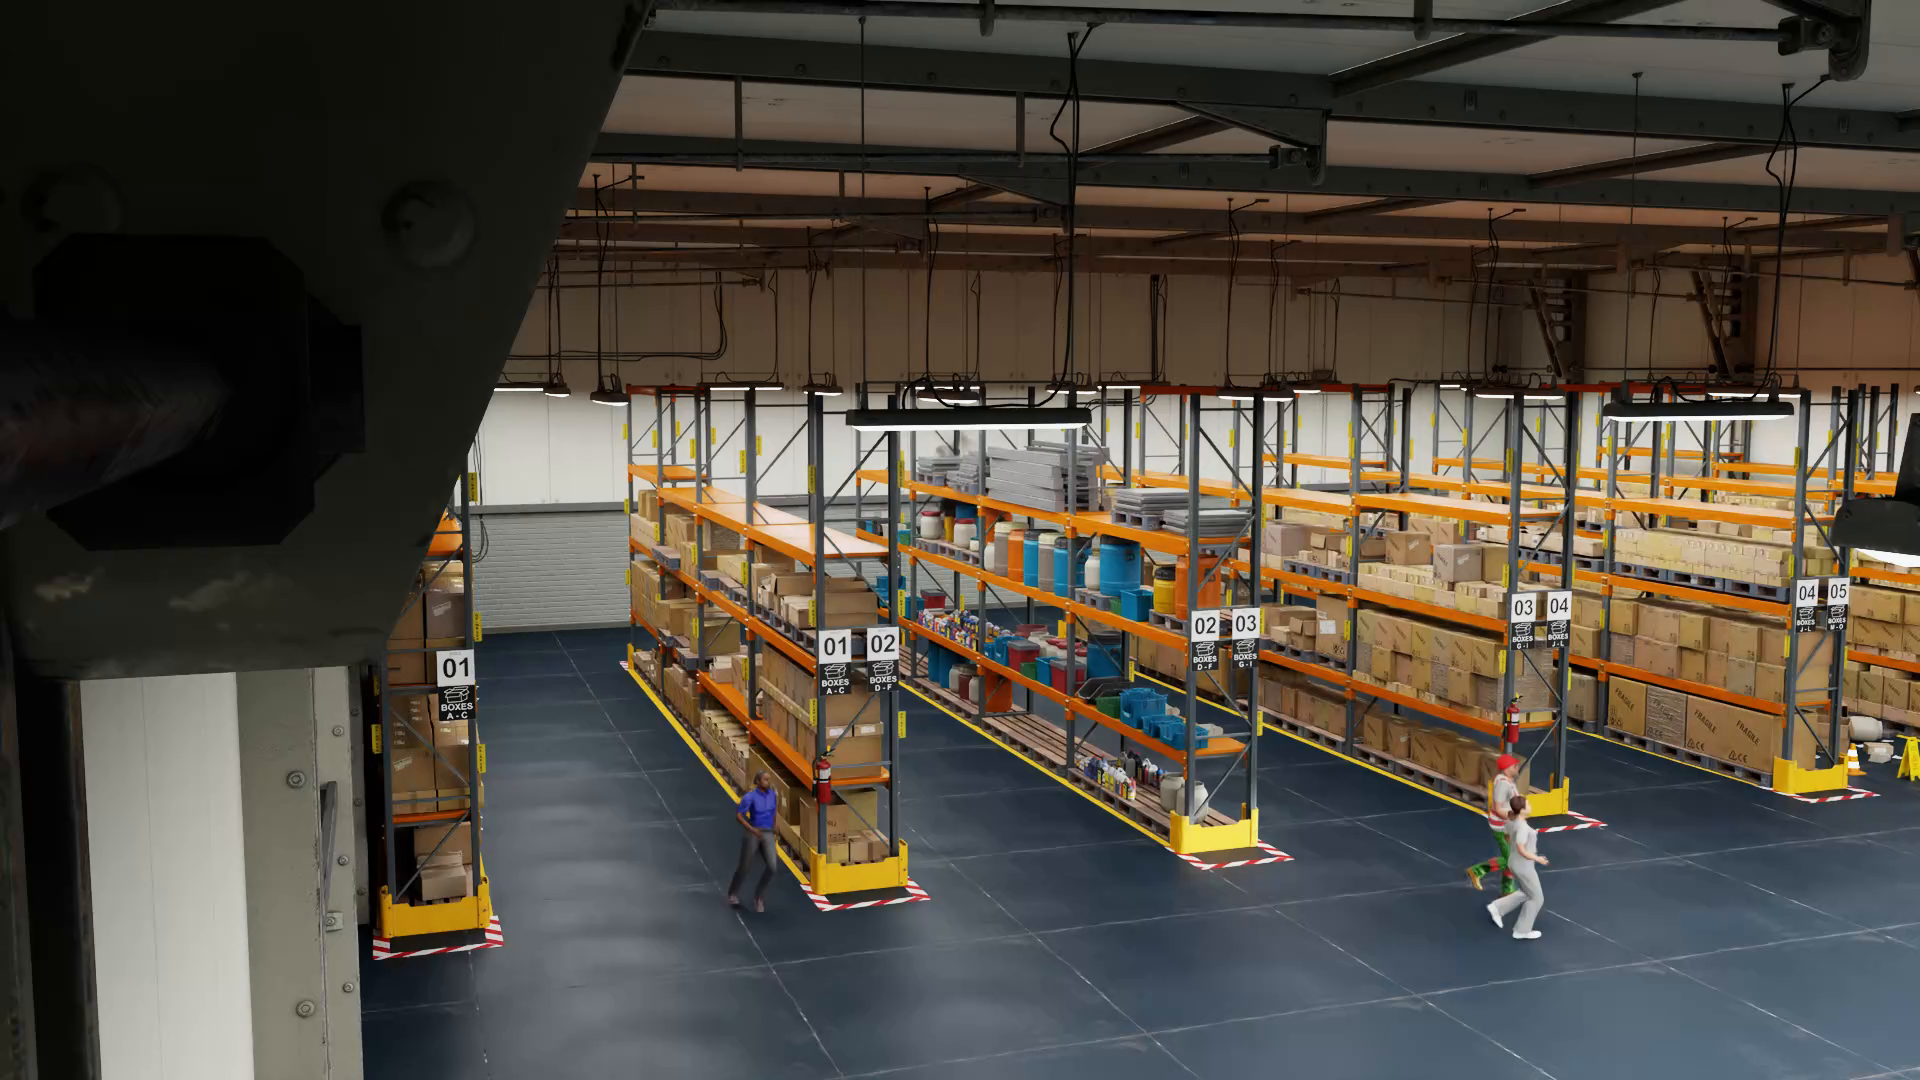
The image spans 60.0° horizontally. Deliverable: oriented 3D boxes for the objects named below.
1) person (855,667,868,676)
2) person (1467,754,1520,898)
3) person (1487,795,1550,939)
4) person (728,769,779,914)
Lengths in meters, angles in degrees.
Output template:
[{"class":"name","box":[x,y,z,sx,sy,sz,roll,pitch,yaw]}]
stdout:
[{"class":"person","box":[-1.879,2.103,29.856,0.640,1.778,0.535,-3,7,-26]},{"class":"person","box":[6.430,3.421,19.862,0.700,1.765,0.657,2,6,16]},{"class":"person","box":[6.185,3.621,18.432,0.594,1.617,0.561,0,6,2]},{"class":"person","box":[-2.362,3.520,19.547,0.658,1.662,0.668,-4,7,-35]}]
